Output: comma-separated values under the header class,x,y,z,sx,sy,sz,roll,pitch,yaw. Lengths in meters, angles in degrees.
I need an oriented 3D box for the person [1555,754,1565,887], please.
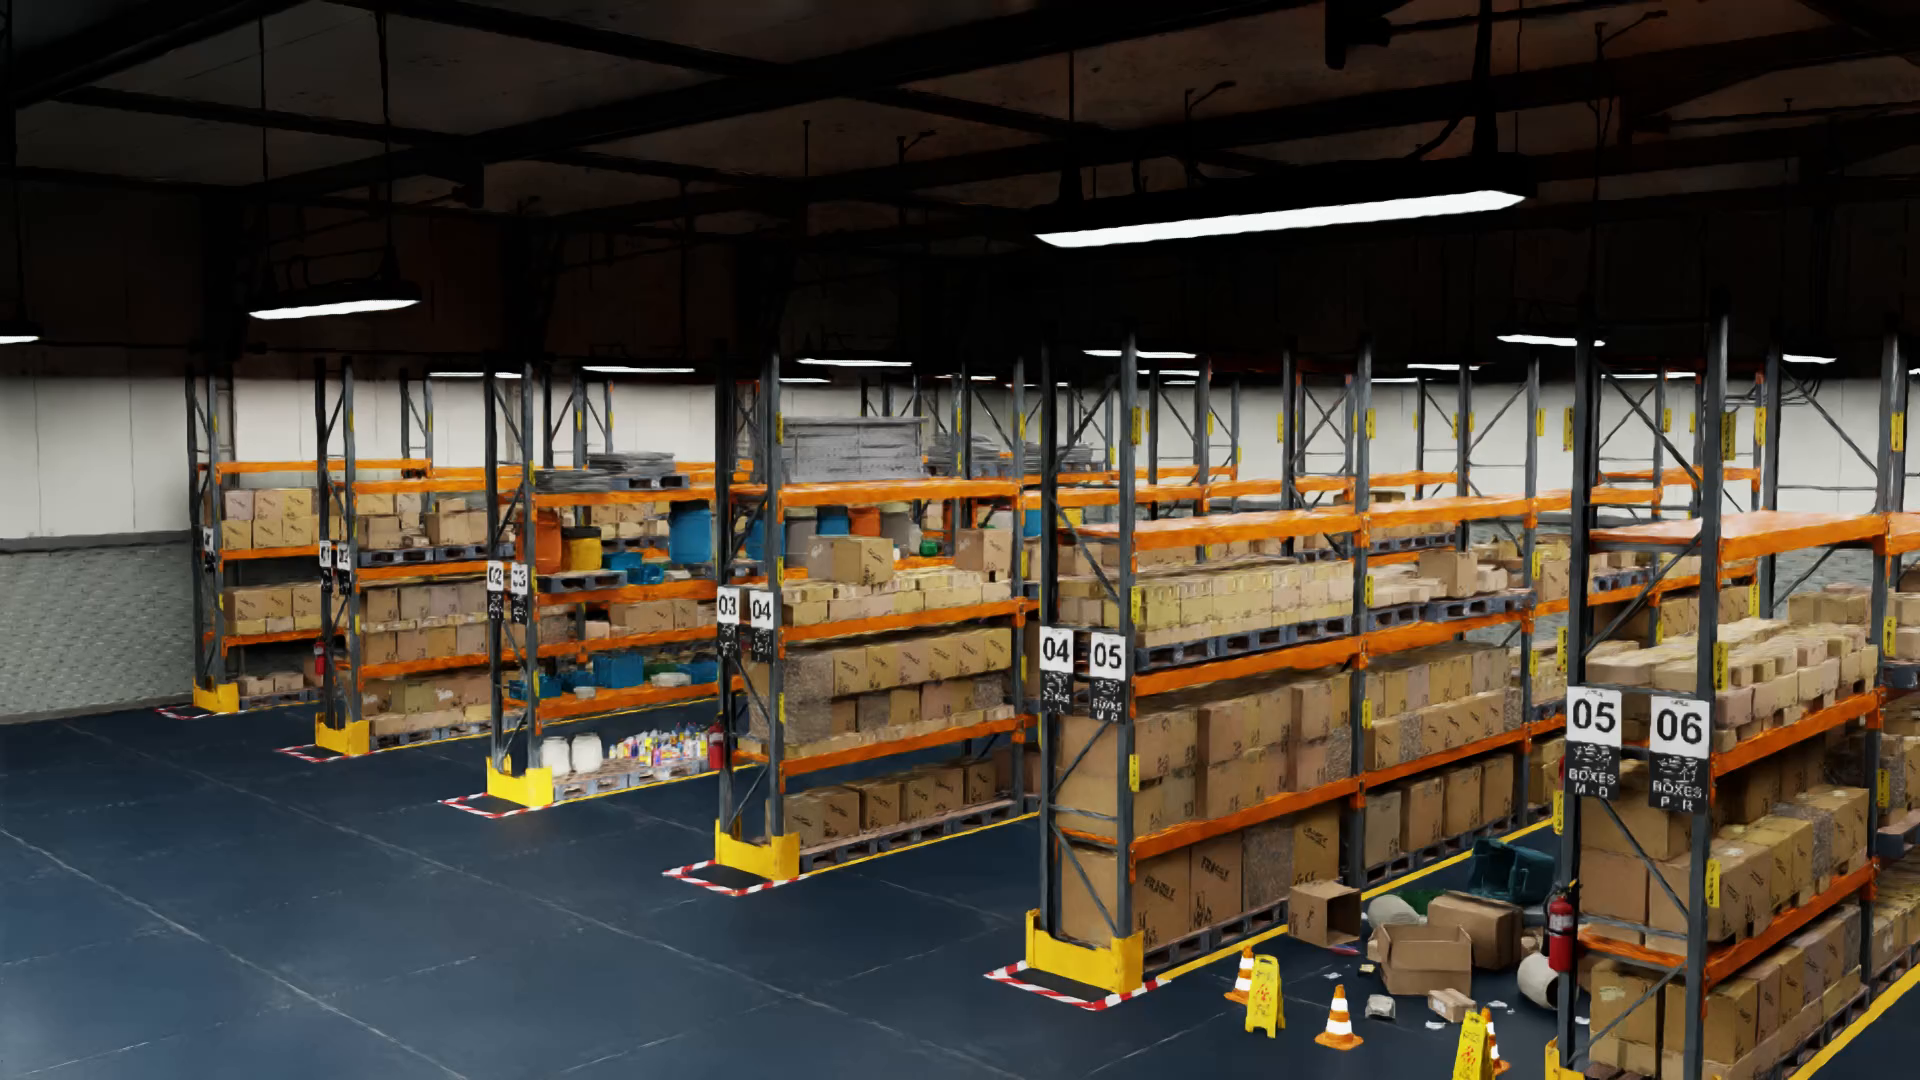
class,x,y,z,sx,sy,sz,roll,pitch,yaw
person,6.782,2.901,18.181,0.654,1.714,0.584,-1,5,-15
